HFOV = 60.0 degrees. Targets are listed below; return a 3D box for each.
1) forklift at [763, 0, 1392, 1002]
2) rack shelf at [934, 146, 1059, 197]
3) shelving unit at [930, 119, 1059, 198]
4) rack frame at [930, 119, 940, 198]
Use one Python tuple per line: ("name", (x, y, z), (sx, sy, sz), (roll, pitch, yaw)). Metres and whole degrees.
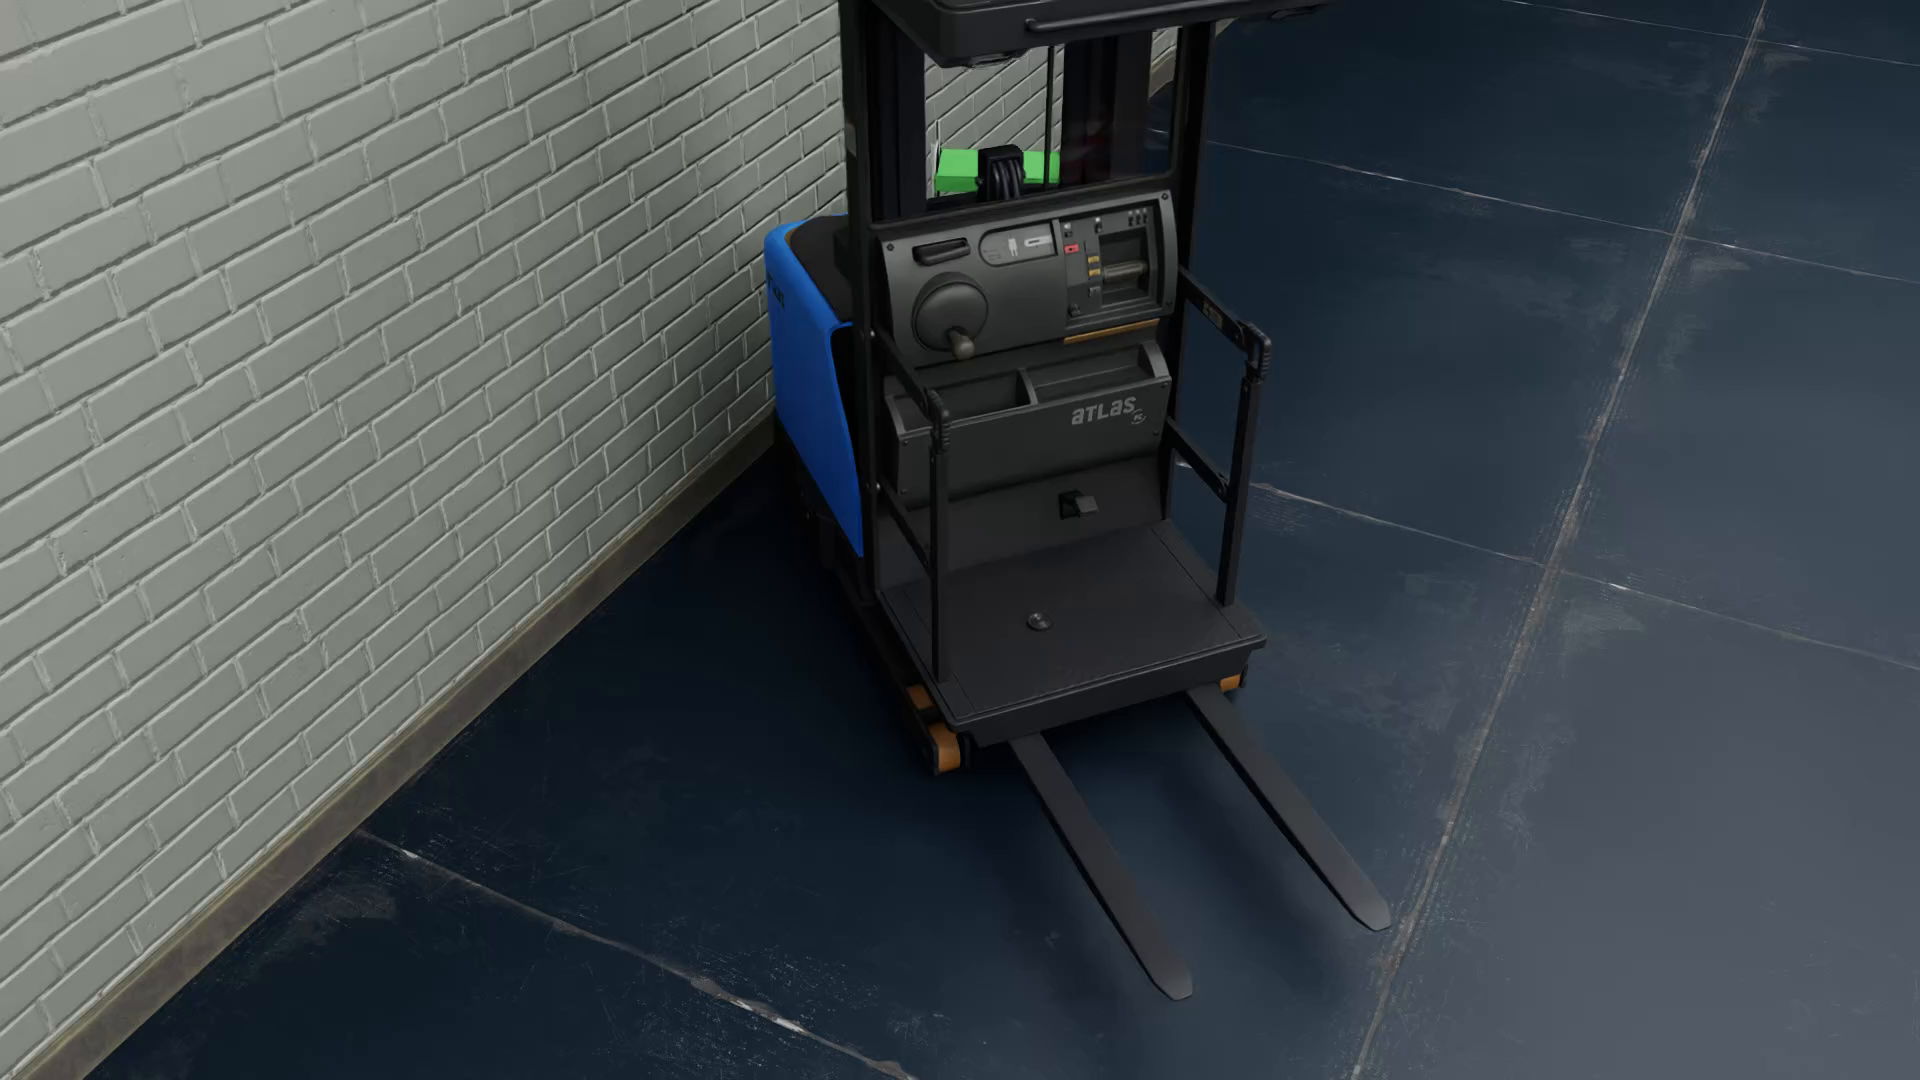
("forklift", (0.299, -0.720, 4.774), (1.130, 2.935, 3.031), (-14, 39, -17))
("rack shelf", (0.148, -1.391, 6.402), (0.480, 0.148, 0.258), (2, 37, 3))
("shelving unit", (0.148, -1.060, 6.654), (0.503, 1.200, 0.258), (2, 37, 3))
("rack frame", (-0.095, -1.070, 6.667), (0.015, 1.200, 0.240), (2, 37, 3))
